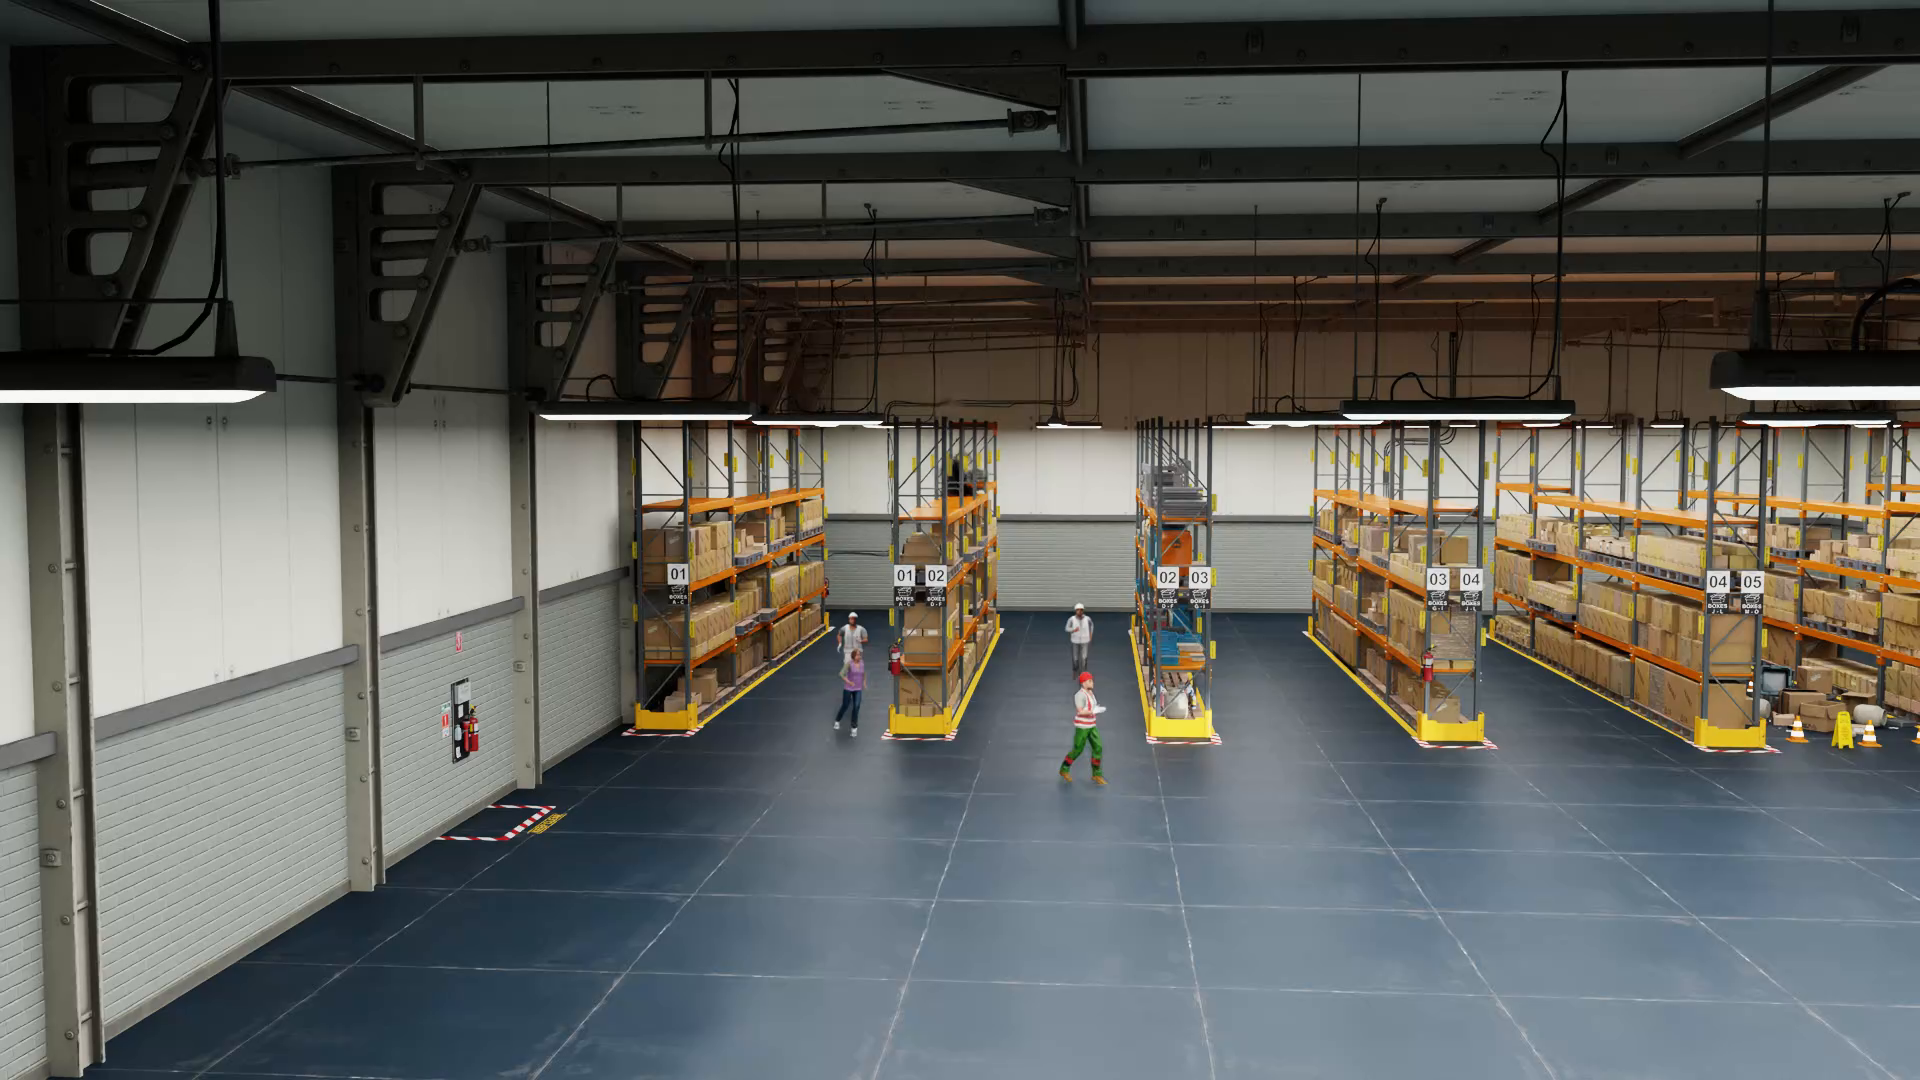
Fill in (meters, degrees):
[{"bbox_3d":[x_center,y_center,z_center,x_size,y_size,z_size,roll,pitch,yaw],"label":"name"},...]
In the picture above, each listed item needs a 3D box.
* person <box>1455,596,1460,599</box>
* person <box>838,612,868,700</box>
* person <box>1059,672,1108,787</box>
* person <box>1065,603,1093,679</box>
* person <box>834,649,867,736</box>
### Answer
[{"bbox_3d":[13.829,1.861,46.221,0.635,1.662,0.880,2,4,26],"label":"person"},{"bbox_3d":[-2.310,2.466,35.846,0.655,1.817,0.910,0,4,-6],"label":"person"},{"bbox_3d":[1.998,3.057,26.909,0.836,1.846,0.661,2,4,31],"label":"person"},{"bbox_3d":[2.717,2.352,37.902,0.658,1.829,0.828,0,4,0],"label":"person"},{"bbox_3d":[-2.011,2.866,31.543,0.611,1.579,0.826,-2,4,-22],"label":"person"}]
